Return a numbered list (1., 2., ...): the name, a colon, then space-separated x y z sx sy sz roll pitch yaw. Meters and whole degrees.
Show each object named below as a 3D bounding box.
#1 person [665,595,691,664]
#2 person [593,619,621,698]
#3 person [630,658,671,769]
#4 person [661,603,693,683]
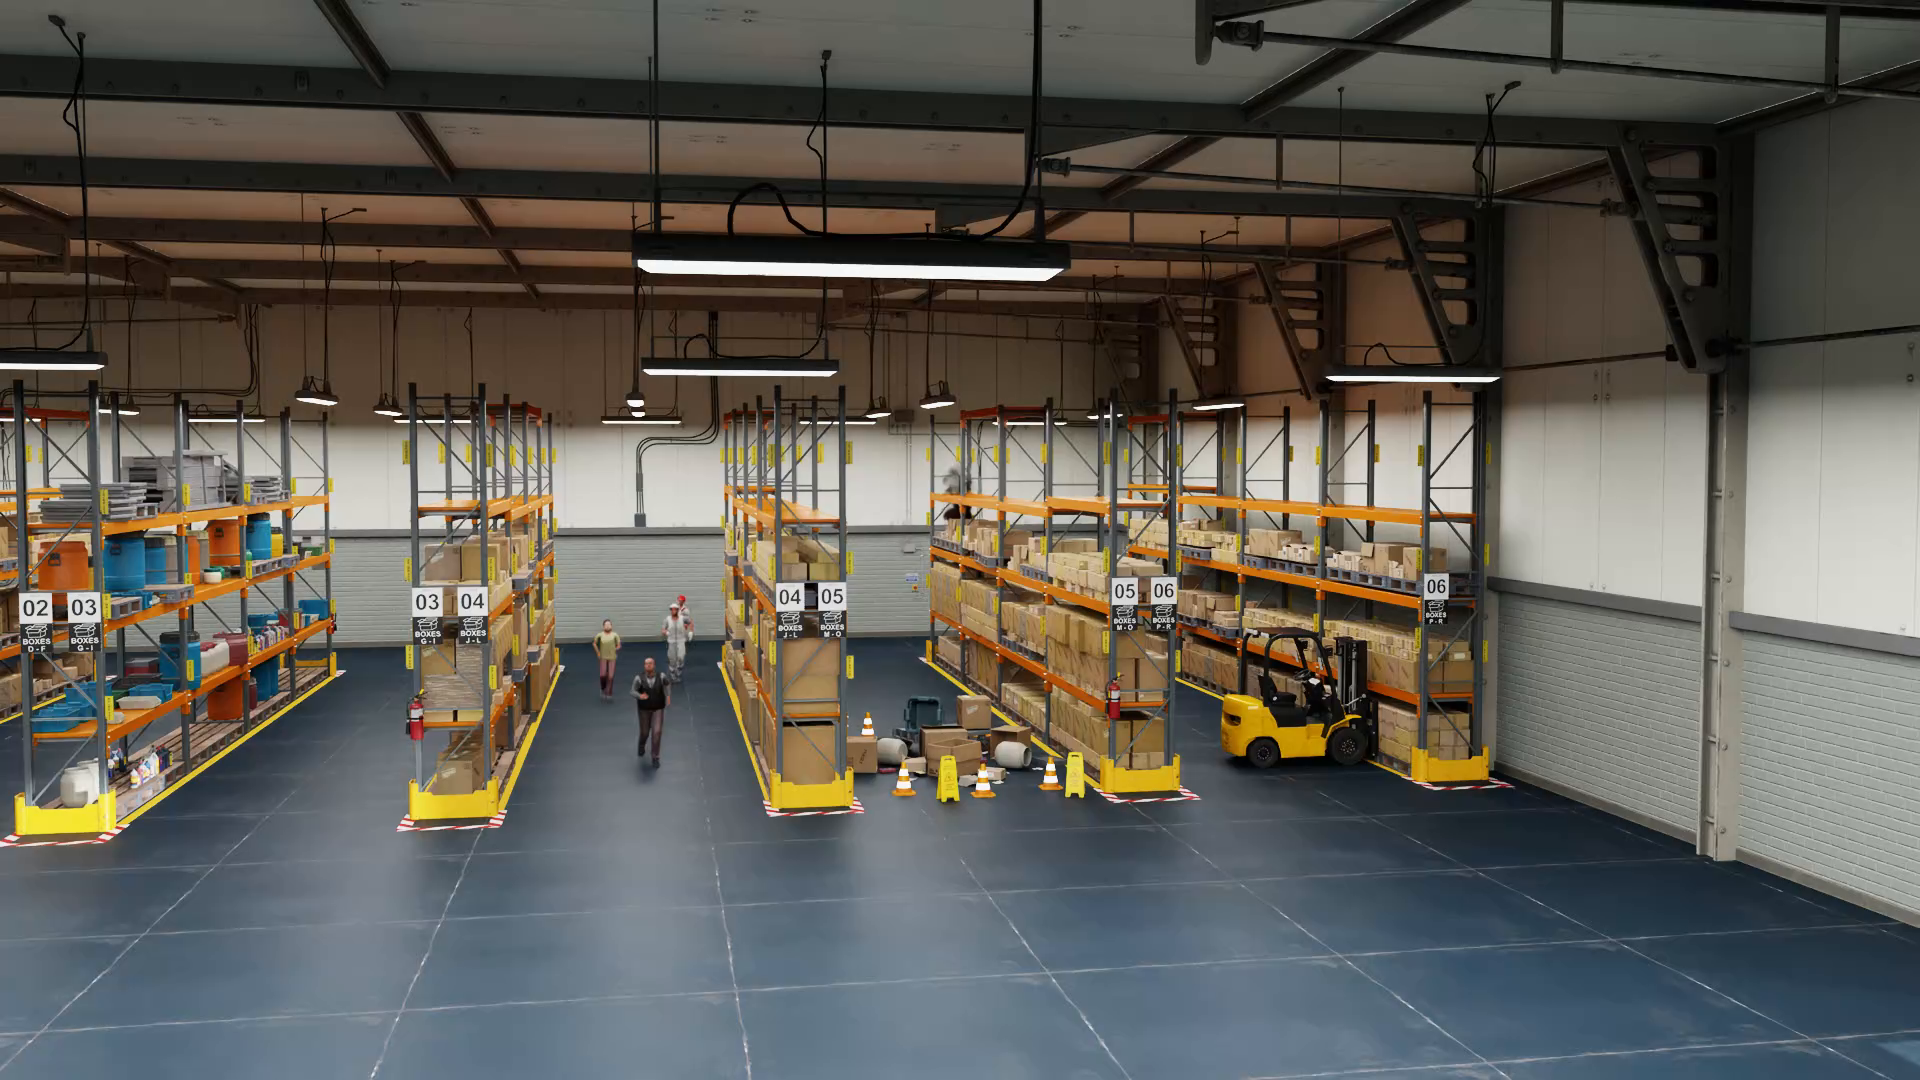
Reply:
1. person: -6.732 2.142 39.863 0.735 1.685 0.745 1 3 18
2. person: -7.225 2.447 34.085 0.570 1.629 0.531 -1 3 -14
3. person: -5.013 2.772 26.975 0.667 1.741 0.969 -1 3 -12
4. person: -6.188 2.259 36.385 0.679 1.752 0.854 0 3 -5
